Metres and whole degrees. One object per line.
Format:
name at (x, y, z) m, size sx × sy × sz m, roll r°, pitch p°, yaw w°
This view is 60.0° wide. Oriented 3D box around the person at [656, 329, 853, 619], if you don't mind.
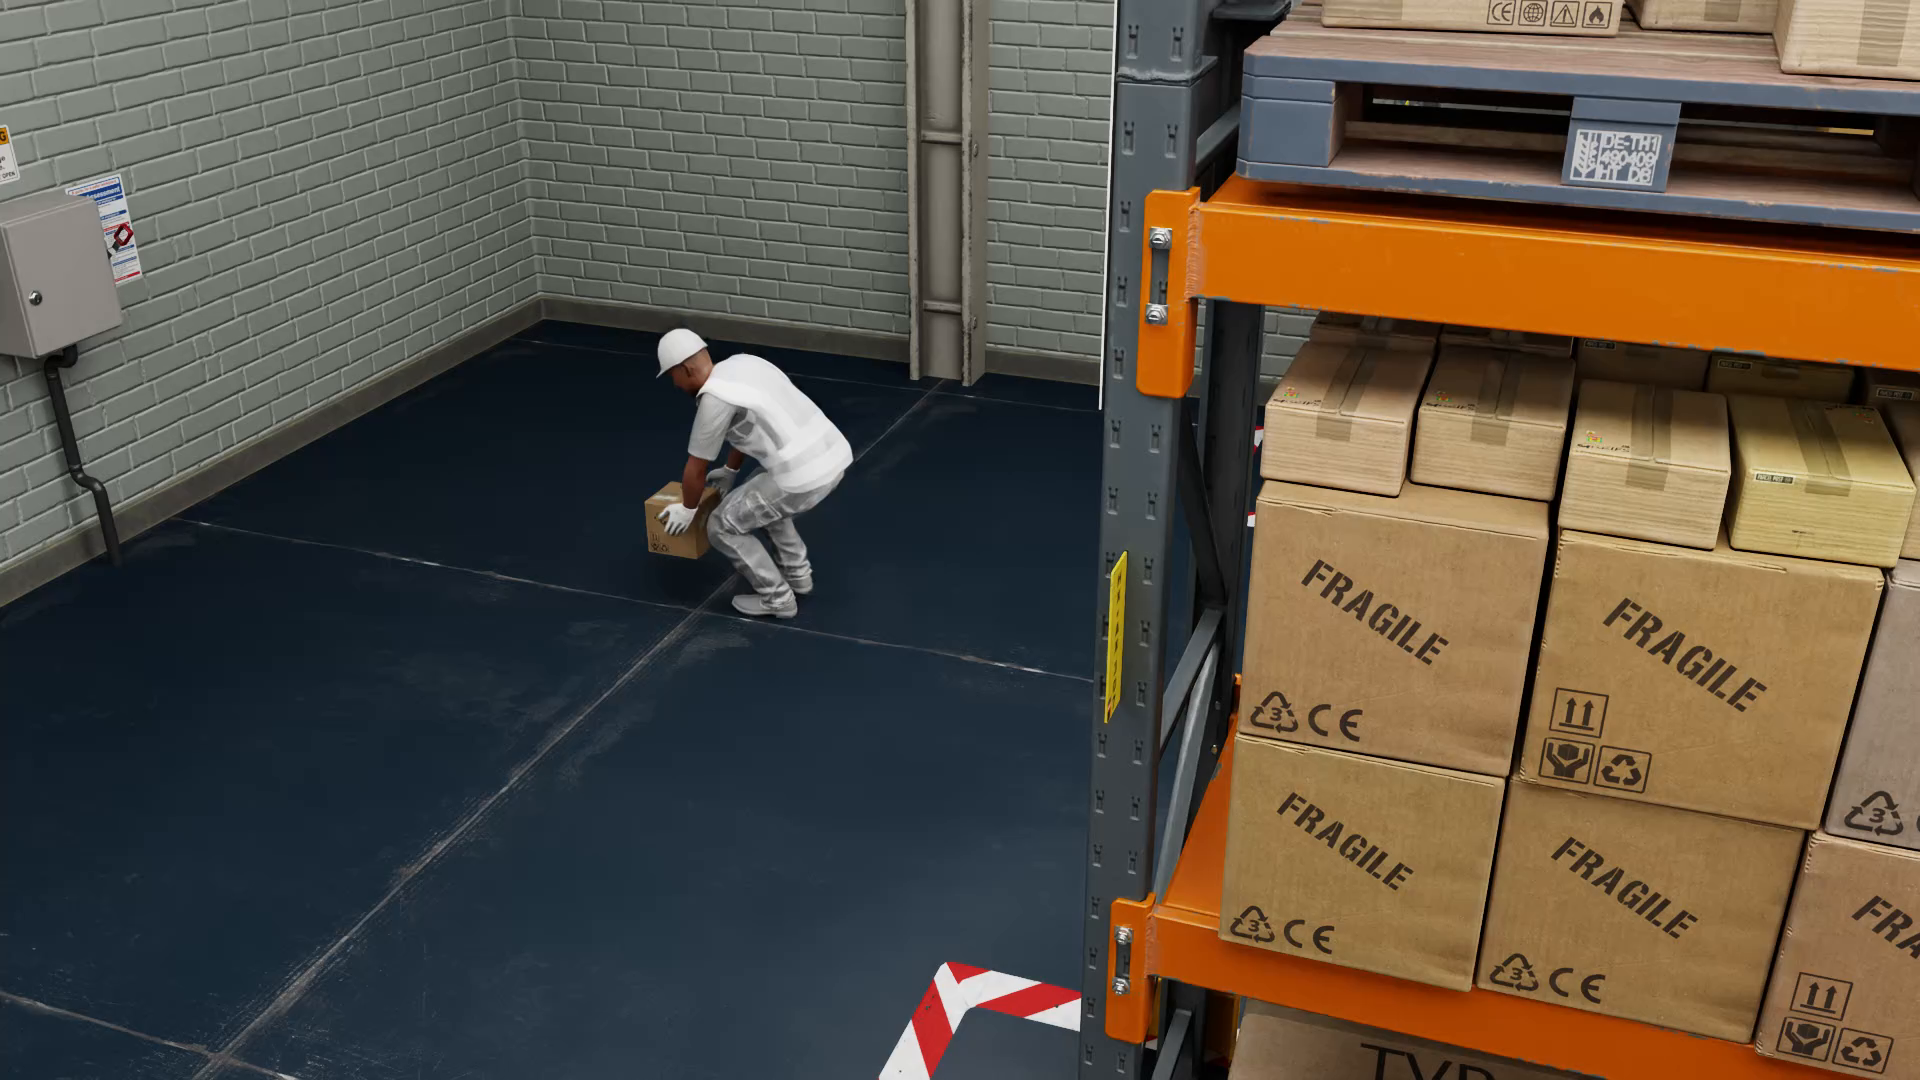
person at (-0.908, -0.290, 7.300) m, size 0.833 × 1.264 × 0.607 m, roll 9°, pitch 27°, yaw 18°
